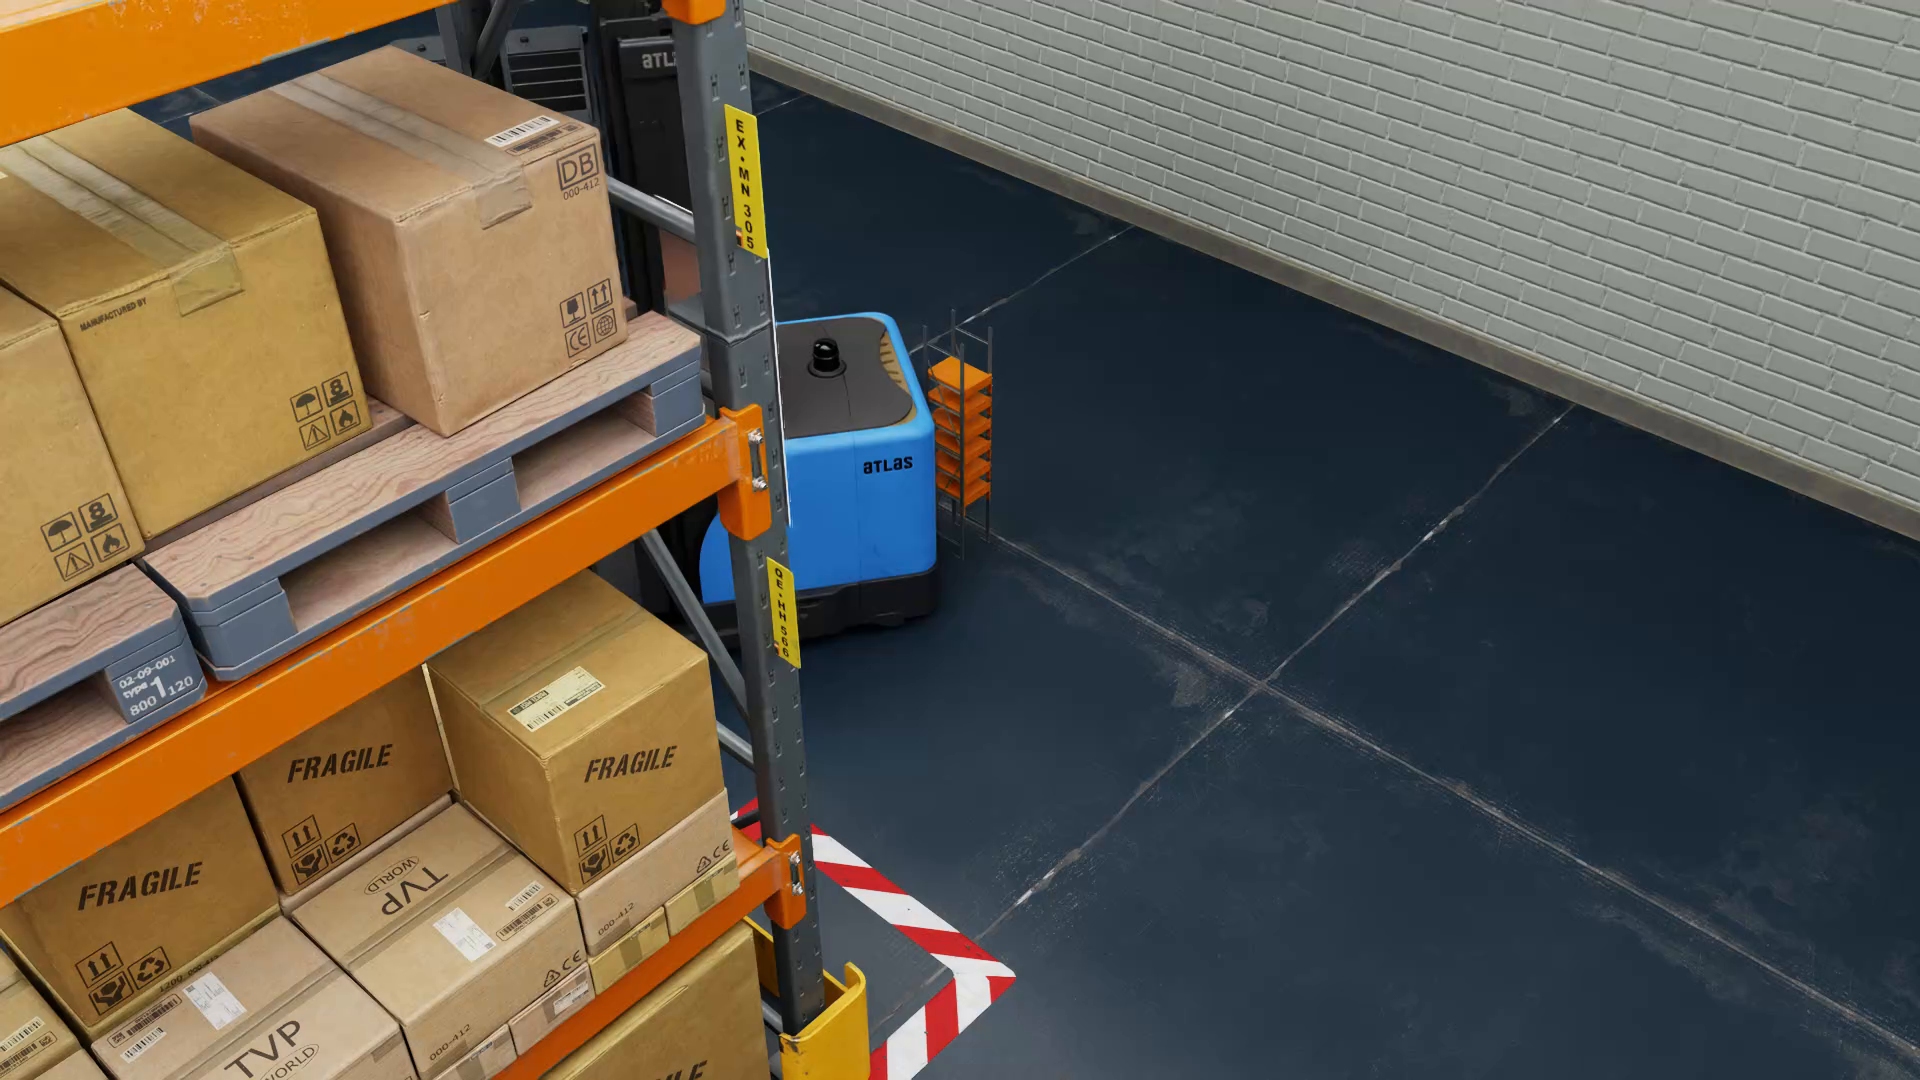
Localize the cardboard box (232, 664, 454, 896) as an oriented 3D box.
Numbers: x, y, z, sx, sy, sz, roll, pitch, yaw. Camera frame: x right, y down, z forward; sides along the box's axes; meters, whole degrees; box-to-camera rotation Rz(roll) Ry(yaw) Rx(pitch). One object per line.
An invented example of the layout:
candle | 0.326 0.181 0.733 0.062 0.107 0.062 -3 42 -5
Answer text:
cardboard box | -1.705 0.486 4.291 0.500 0.500 0.500 28 47 31

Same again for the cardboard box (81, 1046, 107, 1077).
cardboard box | -2.193 1.215 4.297 0.380 0.149 0.250 29 47 31

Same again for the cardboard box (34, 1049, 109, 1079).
cardboard box | -2.010 1.485 3.638 0.500 0.250 0.500 30 47 32

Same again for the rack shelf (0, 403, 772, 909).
rack shelf | -2.194 0.527 3.129 1.077 0.370 4.000 30 47 32

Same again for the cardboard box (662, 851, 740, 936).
cardboard box | -0.842 0.901 4.693 0.380 0.149 0.250 31 48 33

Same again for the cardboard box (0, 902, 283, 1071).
cardboard box | -2.055 1.021 4.221 0.500 0.250 0.500 28 46 31

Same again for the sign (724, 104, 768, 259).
sign | -0.454 -0.755 3.515 0.100 0.325 0.005 30 47 32

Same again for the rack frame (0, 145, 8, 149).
rack frame | -4.501 -1.579 7.610 1.000 3.000 0.127 30 47 32

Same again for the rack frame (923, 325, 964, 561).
rack frame | -0.071 -0.421 7.599 0.240 1.200 0.006 30 47 32

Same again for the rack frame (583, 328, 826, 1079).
rack frame | -0.845 0.500 4.994 1.000 3.000 0.127 30 47 32

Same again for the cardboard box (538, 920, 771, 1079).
cardboard box | -1.217 1.495 5.113 0.875 0.875 0.875 30 47 32

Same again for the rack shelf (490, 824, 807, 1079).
rack shelf | -2.194 1.701 4.063 1.077 0.370 4.000 30 47 32

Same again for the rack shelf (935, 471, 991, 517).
rack shelf | -0.010 -0.240 7.829 0.258 0.103 0.180 30 47 32

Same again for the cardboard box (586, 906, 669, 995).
cardboard box | -1.016 1.021 4.542 0.380 0.149 0.250 30 47 32

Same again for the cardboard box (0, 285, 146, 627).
cardboard box | -1.938 -0.189 2.953 0.700 0.500 0.500 26 45 29

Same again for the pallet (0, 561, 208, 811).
pallet | -2.161 0.269 2.946 1.003 0.211 1.213 30 47 32

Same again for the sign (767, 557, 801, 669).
sign | -0.454 0.189 4.265 0.100 0.325 0.005 30 47 32

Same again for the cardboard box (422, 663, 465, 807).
cardboard box | -1.368 0.550 4.813 0.500 0.250 0.500 28 46 31

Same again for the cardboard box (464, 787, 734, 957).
cardboard box | -0.976 0.777 4.528 0.500 0.250 0.500 29 47 31

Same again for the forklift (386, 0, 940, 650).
forklift | -1.665 -0.874 6.778 3.031 2.935 1.130 -8 39 -10

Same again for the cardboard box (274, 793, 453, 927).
cardboard box | -1.714 0.791 4.510 0.500 0.250 0.500 29 47 31

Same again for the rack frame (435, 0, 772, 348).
rack frame | -0.845 -1.848 3.127 1.000 3.000 0.127 30 47 32

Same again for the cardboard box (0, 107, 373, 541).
cardboard box | -1.625 -0.447 3.277 0.700 0.500 0.500 28 46 30

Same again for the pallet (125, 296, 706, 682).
pallet | -1.338 -0.294 3.654 1.003 0.211 1.213 30 47 32

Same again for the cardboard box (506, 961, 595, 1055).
cardboard box | -1.187 1.136 4.396 0.380 0.149 0.250 30 47 32

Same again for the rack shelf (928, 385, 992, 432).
rack shelf | -0.010 -0.616 7.530 0.258 0.103 0.180 30 47 32

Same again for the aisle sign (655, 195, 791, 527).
aisle sign | -0.575 -0.424 4.068 0.394 0.787 0.004 30 47 32

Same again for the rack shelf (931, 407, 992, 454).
rack shelf | -0.010 -0.522 7.605 0.258 0.103 0.180 30 47 32

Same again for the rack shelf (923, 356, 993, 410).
rack shelf | -0.010 -0.710 7.455 0.258 0.103 0.180 30 47 32

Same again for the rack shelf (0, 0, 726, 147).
rack shelf | -2.194 -0.491 2.320 1.077 0.370 4.000 30 47 32

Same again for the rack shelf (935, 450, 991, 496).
rack shelf | -0.010 -0.334 7.754 0.258 0.103 0.180 30 47 32

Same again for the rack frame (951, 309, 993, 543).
rack frame | 0.052 -0.505 7.705 0.240 1.200 0.006 30 47 32

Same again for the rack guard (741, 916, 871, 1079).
rack guard | -0.829 1.468 5.786 1.175 0.500 0.348 30 47 32

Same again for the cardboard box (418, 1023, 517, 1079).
cardboard box | -1.356 1.250 4.253 0.380 0.149 0.250 31 48 33

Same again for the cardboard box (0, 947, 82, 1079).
cardboard box | -2.403 1.263 3.917 0.500 0.250 0.500 29 47 31

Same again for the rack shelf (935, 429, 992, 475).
rack shelf | -0.010 -0.428 7.679 0.258 0.103 0.180 30 47 32

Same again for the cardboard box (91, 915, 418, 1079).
cardboard box | -1.662 1.244 3.941 0.500 0.250 0.500 28 46 31

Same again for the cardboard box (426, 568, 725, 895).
cardboard box | -0.979 0.483 4.295 0.500 0.500 0.500 30 47 32

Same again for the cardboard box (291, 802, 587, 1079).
cardboard box | -1.319 1.010 4.235 0.500 0.250 0.500 29 47 31

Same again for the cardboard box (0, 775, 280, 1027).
cardboard box | -2.050 0.727 3.989 0.500 0.500 0.500 28 46 31

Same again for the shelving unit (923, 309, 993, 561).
shelving unit | -0.010 -0.463 7.652 0.258 1.200 0.189 30 47 32

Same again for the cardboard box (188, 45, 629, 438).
cardboard box | -1.156 -0.655 3.539 0.700 0.500 0.500 27 46 29
